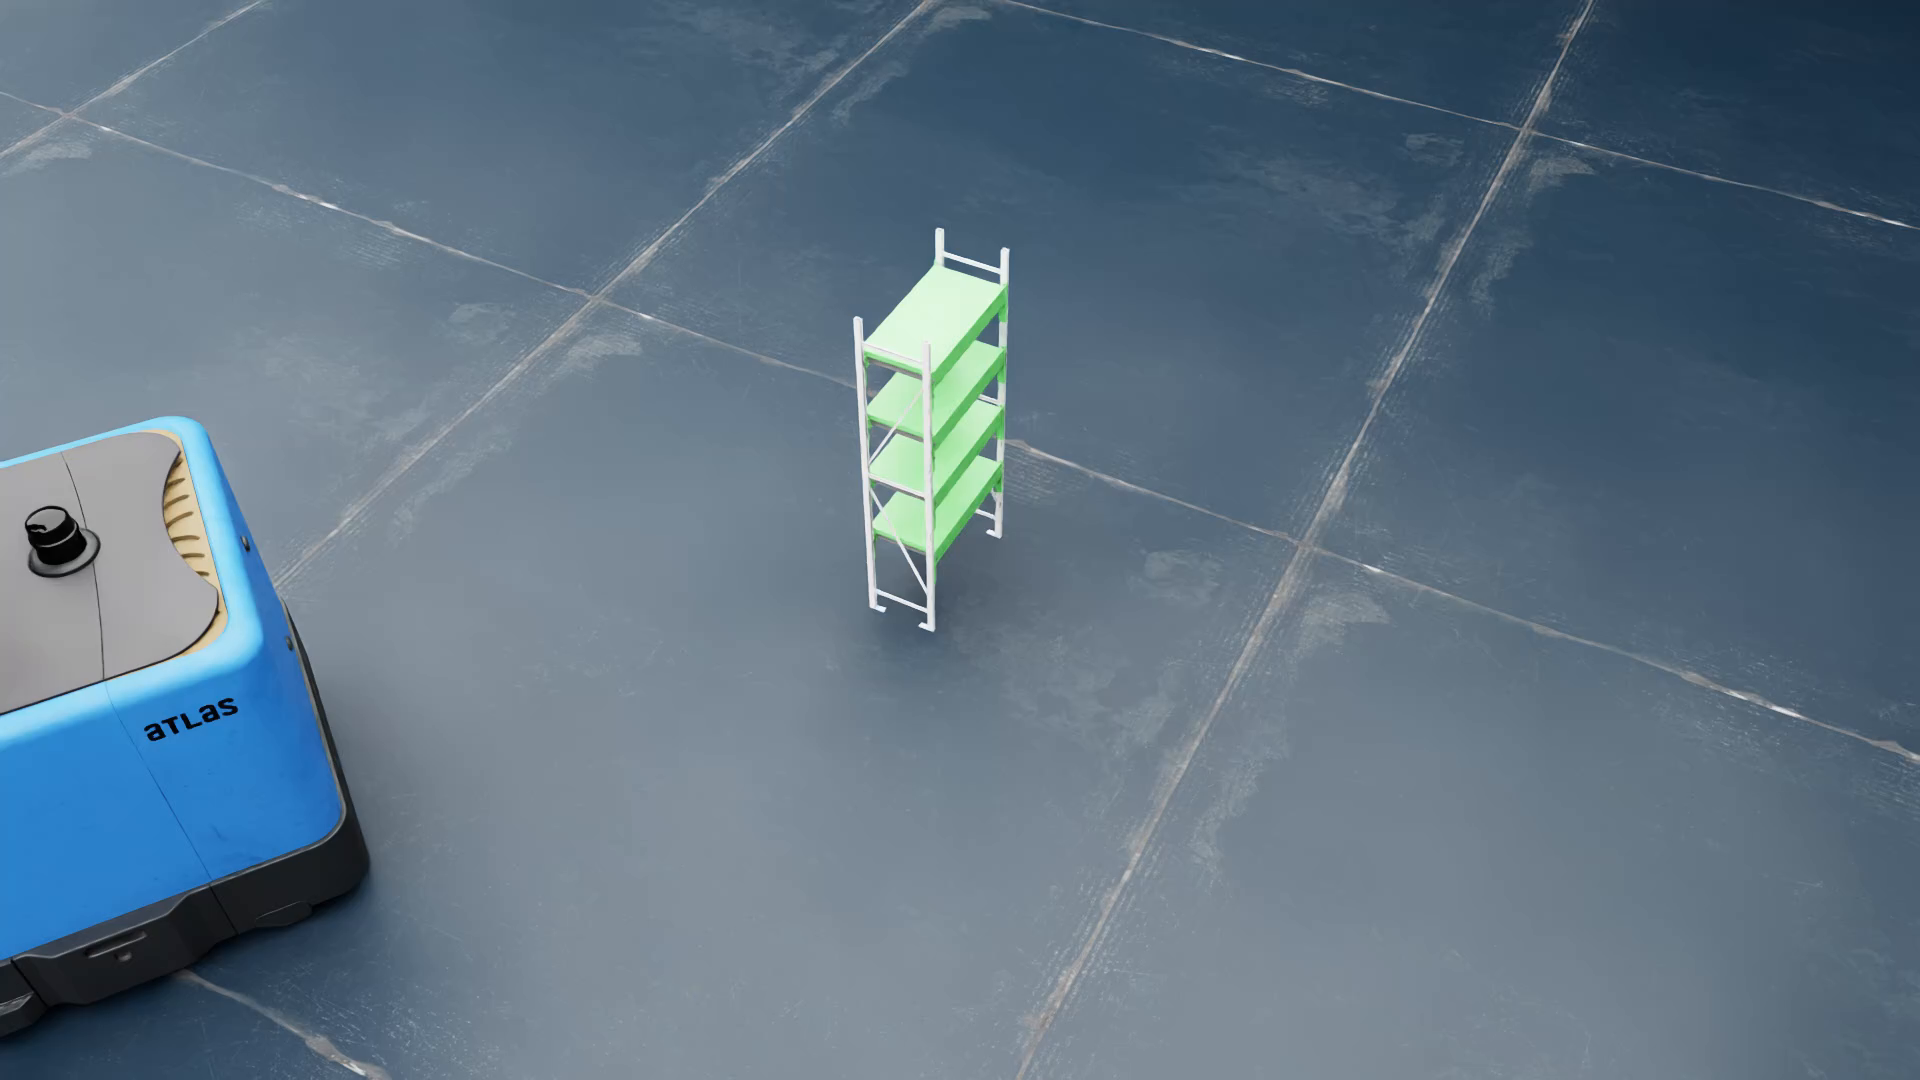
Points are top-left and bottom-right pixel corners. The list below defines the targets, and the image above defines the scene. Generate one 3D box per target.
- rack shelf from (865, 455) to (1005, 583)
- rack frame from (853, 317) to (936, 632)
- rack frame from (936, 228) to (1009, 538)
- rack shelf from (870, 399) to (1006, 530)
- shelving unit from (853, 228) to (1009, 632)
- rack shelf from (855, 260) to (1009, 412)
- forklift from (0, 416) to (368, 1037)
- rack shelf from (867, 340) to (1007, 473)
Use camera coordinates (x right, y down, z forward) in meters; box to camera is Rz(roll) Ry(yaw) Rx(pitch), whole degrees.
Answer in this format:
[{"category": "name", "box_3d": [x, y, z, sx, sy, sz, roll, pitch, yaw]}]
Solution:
[{"category": "rack shelf", "box_3d": [-0.077, -0.104, 5.436, 0.258, 0.148, 0.480, 20, 49, 19]}, {"category": "rack frame", "box_3d": [-0.190, -0.164, 5.068, 0.240, 1.200, 0.015, 20, 49, 19]}, {"category": "rack frame", "box_3d": [0.036, -0.471, 5.372, 0.240, 1.200, 0.015, 20, 49, 19]}, {"category": "rack shelf", "box_3d": [-0.077, -0.273, 5.266, 0.258, 0.148, 0.480, 20, 49, 19]}, {"category": "shelving unit", "box_3d": [-0.077, -0.317, 5.220, 0.258, 1.200, 0.503, 20, 49, 19]}, {"category": "rack shelf", "box_3d": [-0.077, -0.610, 4.924, 0.258, 0.148, 0.480, 20, 49, 19]}, {"category": "forklift", "box_3d": [-3.237, 0.139, 3.552, 3.031, 2.935, 1.130, -20, 49, -19]}, {"category": "rack shelf", "box_3d": [-0.077, -0.441, 5.095, 0.258, 0.148, 0.480, 20, 49, 19]}]
